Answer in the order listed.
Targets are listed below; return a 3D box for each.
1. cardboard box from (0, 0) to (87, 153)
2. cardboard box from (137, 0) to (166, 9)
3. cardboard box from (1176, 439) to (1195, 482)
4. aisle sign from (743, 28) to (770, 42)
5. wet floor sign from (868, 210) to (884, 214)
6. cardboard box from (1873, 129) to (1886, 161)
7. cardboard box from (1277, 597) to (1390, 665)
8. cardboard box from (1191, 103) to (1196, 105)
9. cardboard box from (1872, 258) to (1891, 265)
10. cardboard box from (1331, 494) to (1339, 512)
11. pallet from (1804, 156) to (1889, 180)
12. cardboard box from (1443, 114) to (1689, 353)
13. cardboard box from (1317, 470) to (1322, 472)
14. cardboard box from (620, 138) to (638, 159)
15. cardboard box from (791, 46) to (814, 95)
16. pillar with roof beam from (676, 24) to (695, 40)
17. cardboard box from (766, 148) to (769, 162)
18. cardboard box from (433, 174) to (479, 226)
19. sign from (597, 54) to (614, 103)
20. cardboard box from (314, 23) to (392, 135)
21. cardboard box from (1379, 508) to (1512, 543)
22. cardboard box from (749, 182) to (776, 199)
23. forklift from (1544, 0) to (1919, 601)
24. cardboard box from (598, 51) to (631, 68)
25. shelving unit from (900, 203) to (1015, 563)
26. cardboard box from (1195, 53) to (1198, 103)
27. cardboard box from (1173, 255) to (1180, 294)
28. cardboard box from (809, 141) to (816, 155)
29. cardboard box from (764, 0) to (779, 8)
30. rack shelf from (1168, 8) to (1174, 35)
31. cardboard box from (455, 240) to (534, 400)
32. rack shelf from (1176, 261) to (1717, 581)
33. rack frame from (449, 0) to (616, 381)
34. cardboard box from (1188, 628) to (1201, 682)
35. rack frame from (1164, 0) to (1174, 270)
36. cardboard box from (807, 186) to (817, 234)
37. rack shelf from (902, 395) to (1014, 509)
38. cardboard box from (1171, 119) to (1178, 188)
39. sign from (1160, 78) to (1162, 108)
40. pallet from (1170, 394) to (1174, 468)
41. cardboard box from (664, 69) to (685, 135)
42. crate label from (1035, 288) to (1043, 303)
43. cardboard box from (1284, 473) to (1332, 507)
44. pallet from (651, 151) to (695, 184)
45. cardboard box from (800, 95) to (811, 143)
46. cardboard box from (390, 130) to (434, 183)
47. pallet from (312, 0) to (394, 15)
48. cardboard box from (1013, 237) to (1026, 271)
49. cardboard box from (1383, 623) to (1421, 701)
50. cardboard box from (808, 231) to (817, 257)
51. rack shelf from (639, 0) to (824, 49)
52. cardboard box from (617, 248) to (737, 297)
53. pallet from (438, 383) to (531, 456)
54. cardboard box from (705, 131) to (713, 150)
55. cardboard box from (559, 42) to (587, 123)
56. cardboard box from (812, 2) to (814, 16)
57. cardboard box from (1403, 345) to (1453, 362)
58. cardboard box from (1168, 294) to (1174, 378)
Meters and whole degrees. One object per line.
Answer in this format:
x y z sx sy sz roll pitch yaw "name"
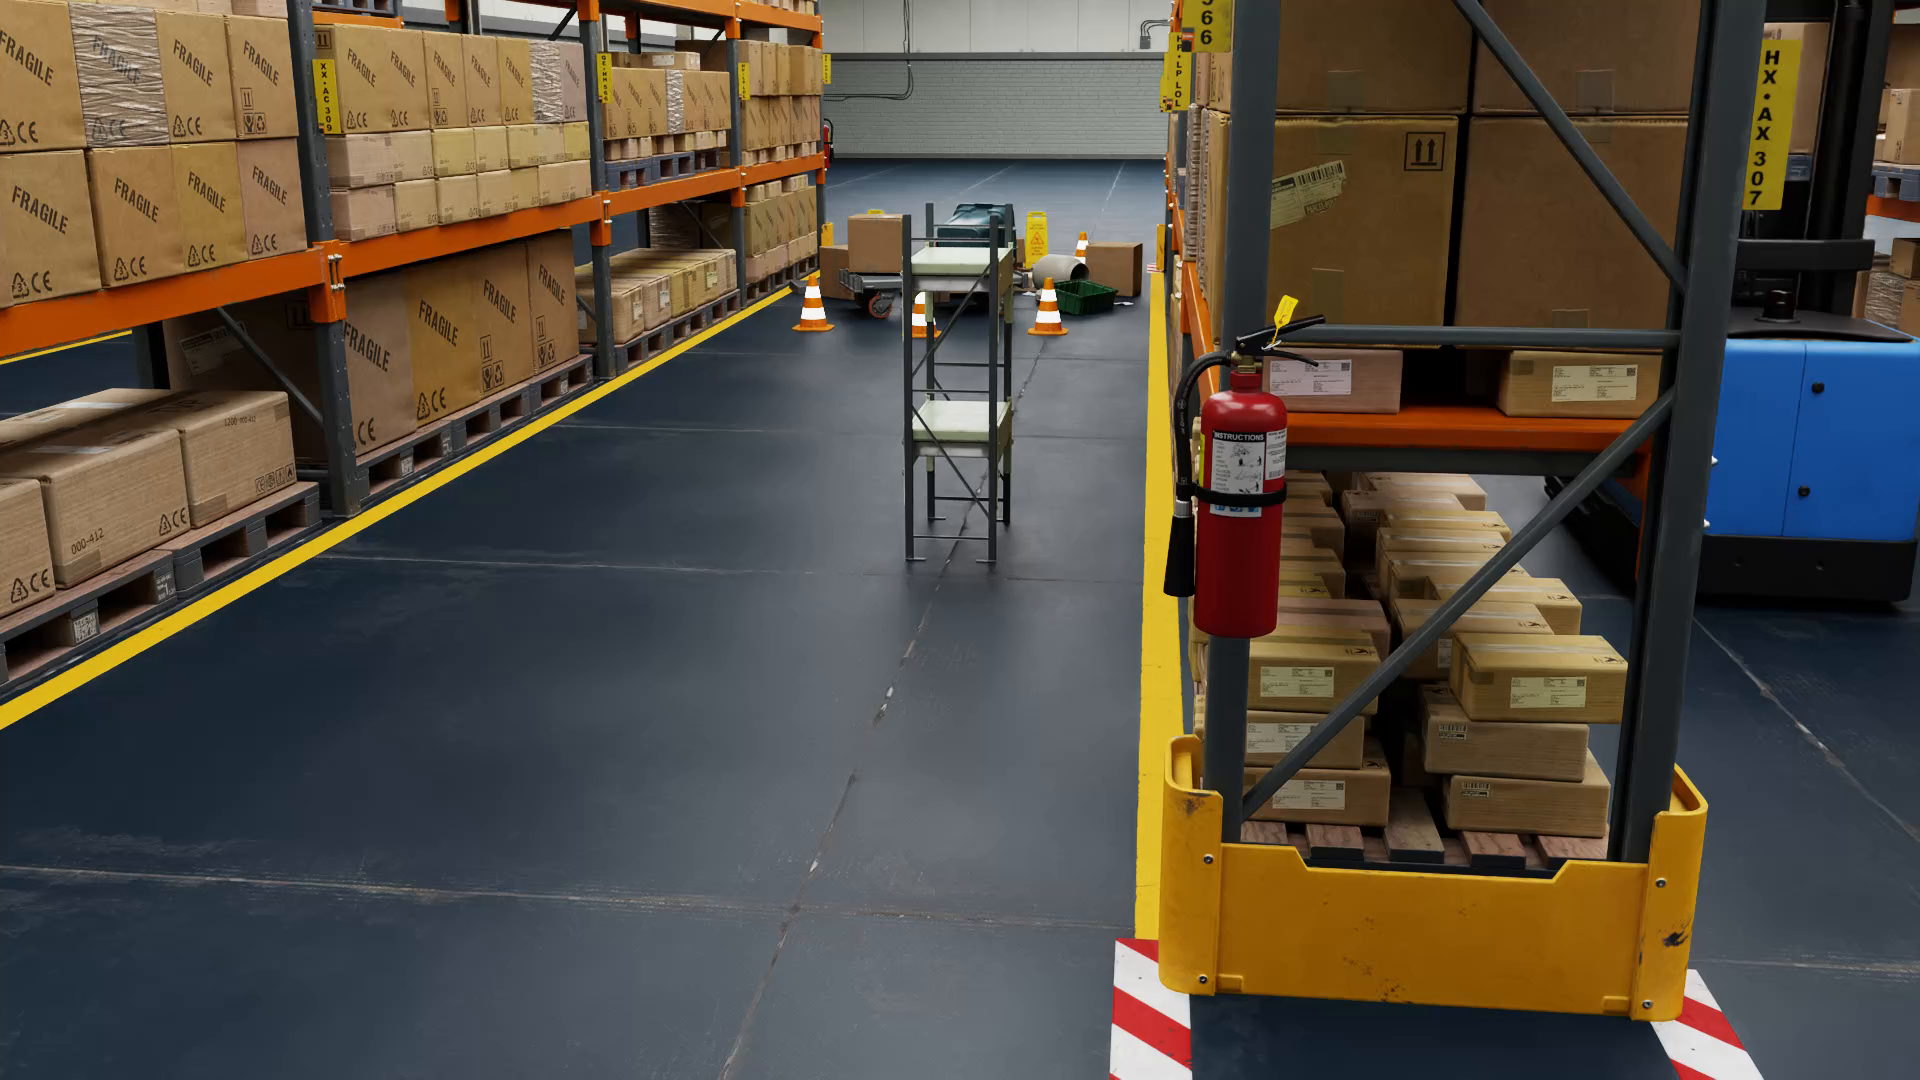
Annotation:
-3.386 -1.580 5.653 0.500 0.500 0.500 2 15 6 "cardboard box"
-3.333 -2.133 6.452 0.380 0.149 0.250 2 15 6 "cardboard box"
1.142 -0.339 7.258 0.380 0.149 0.250 2 15 9 "cardboard box"
-2.376 -5.966 18.999 0.394 0.787 0.004 2 15 6 "aisle sign"
-0.990 -3.567 19.618 0.267 0.644 0.232 7 17 25 "wet floor sign"
6.789 -2.897 12.083 0.396 0.266 0.258 1 15 5 "cardboard box"
0.943 0.262 4.466 0.380 0.149 0.250 2 15 7 "cardboard box"
1.195 -1.525 6.793 0.500 0.500 0.500 1 15 5 "cardboard box"
7.095 -1.935 13.019 0.700 0.500 0.500 0 15 1 "cardboard box"
1.625 -0.130 6.485 0.380 0.149 0.250 2 15 7 "cardboard box"
7.052 -2.741 12.420 1.003 0.211 1.213 2 15 6 "pallet"
1.375 -0.717 3.804 0.500 0.500 0.500 2 15 9 "cardboard box"
1.848 -0.634 8.244 0.500 0.500 0.500 2 15 8 "cardboard box"
-2.614 -2.913 12.366 0.380 0.149 0.250 1 15 3 "cardboard box"
-1.935 -4.955 17.564 0.700 0.500 0.500 2 15 6 "cardboard box"
-1.672 -12.115 35.225 9.100 9.000 0.400 2 15 6 "pillar with roof beam"
-2.133 -3.869 16.707 0.380 0.149 0.250 2 15 6 "cardboard box"
-2.986 -1.874 9.134 0.500 0.250 0.500 2 15 6 "cardboard box"
-2.425 -3.154 11.363 0.100 0.325 0.005 2 15 6 "sign"
-3.093 -2.210 7.982 0.500 0.500 0.500 2 15 7 "cardboard box"
1.575 0.002 5.425 0.380 0.149 0.250 2 15 7 "cardboard box"
-2.061 -3.508 16.673 0.380 0.149 0.250 2 15 8 "cardboard box"
3.460 -1.513 7.643 1.130 2.935 3.031 2 15 9 "forklift"
-2.951 -3.960 13.751 0.380 0.149 0.250 3 15 9 "cardboard box"
0.001 -0.726 7.473 0.431 1.500 0.755 2 15 6 "shelving unit"
1.208 -2.019 6.704 0.500 0.500 0.500 2 15 8 "cardboard box"
1.634 -1.678 10.668 0.500 0.250 0.500 1 15 4 "cardboard box"
-1.823 -4.392 18.640 0.380 0.149 0.250 2 15 6 "cardboard box"
-2.014 -5.381 16.549 0.380 0.149 0.250 1 15 5 "cardboard box"
2.630 -5.148 16.586 1.077 0.370 4.000 2 15 6 "rack shelf"
-3.243 -1.380 10.285 0.875 0.875 0.875 2 15 7 "cardboard box"
1.276 -0.588 5.468 1.077 0.370 4.000 2 15 6 "rack shelf"
-2.977 -2.611 11.571 1.000 3.000 0.127 2 15 6 "rack frame"
0.927 0.346 5.292 0.380 0.149 0.250 1 15 4 "cardboard box"
2.855 -4.566 18.802 1.000 3.000 0.127 2 15 6 "rack frame"
-1.906 -3.708 18.654 0.500 0.500 0.500 2 15 7 "cardboard box"
0.001 -0.411 7.558 0.431 0.370 0.720 2 15 6 "rack shelf"
1.794 -2.794 12.056 0.500 0.500 0.500 2 15 6 "cardboard box"
2.305 -5.040 18.745 0.100 0.325 0.005 2 15 6 "sign"
1.723 -0.627 9.577 1.003 0.211 1.213 2 15 6 "pallet"
-2.527 -3.518 13.361 0.500 0.500 0.500 1 15 4 "cardboard box"
0.887 -2.368 16.155 0.298 0.136 0.250 -10 18 -32 "crate label"
1.122 -0.143 5.960 0.380 0.149 0.250 1 15 4 "cardboard box"
-2.795 -3.033 13.500 1.003 0.211 1.213 2 15 6 "pallet"
-1.923 -4.599 18.162 0.500 0.500 0.500 2 15 6 "cardboard box"
-3.068 -1.984 8.584 0.500 0.250 0.500 2 15 7 "cardboard box"
-7.112 -6.054 18.726 1.003 0.211 1.213 2 15 6 "pallet"
0.243 -2.951 17.610 0.797 0.503 0.637 -10 18 -32 "cardboard box"
1.391 0.350 4.710 0.380 0.149 0.250 2 15 7 "cardboard box"
-1.901 -3.337 18.721 0.500 0.250 0.500 2 15 6 "cardboard box"
-2.300 -5.268 17.029 1.077 0.370 4.000 2 15 6 "rack shelf"
-2.583 -2.446 15.193 0.950 0.372 0.625 2 15 7 "cardboard box"
-3.281 -0.747 10.020 1.003 0.211 1.213 2 15 6 "pallet"
-2.350 -3.452 14.360 0.380 0.149 0.250 1 15 5 "cardboard box"
-2.776 -3.000 10.903 0.500 0.500 0.500 1 15 5 "cardboard box"
-1.837 -5.912 18.513 0.380 0.149 0.250 2 15 7 "cardboard box"
1.376 -0.576 4.528 0.380 0.149 0.250 2 15 9 "cardboard box"
1.619 -1.311 10.750 0.500 0.500 0.500 1 15 4 "cardboard box"
